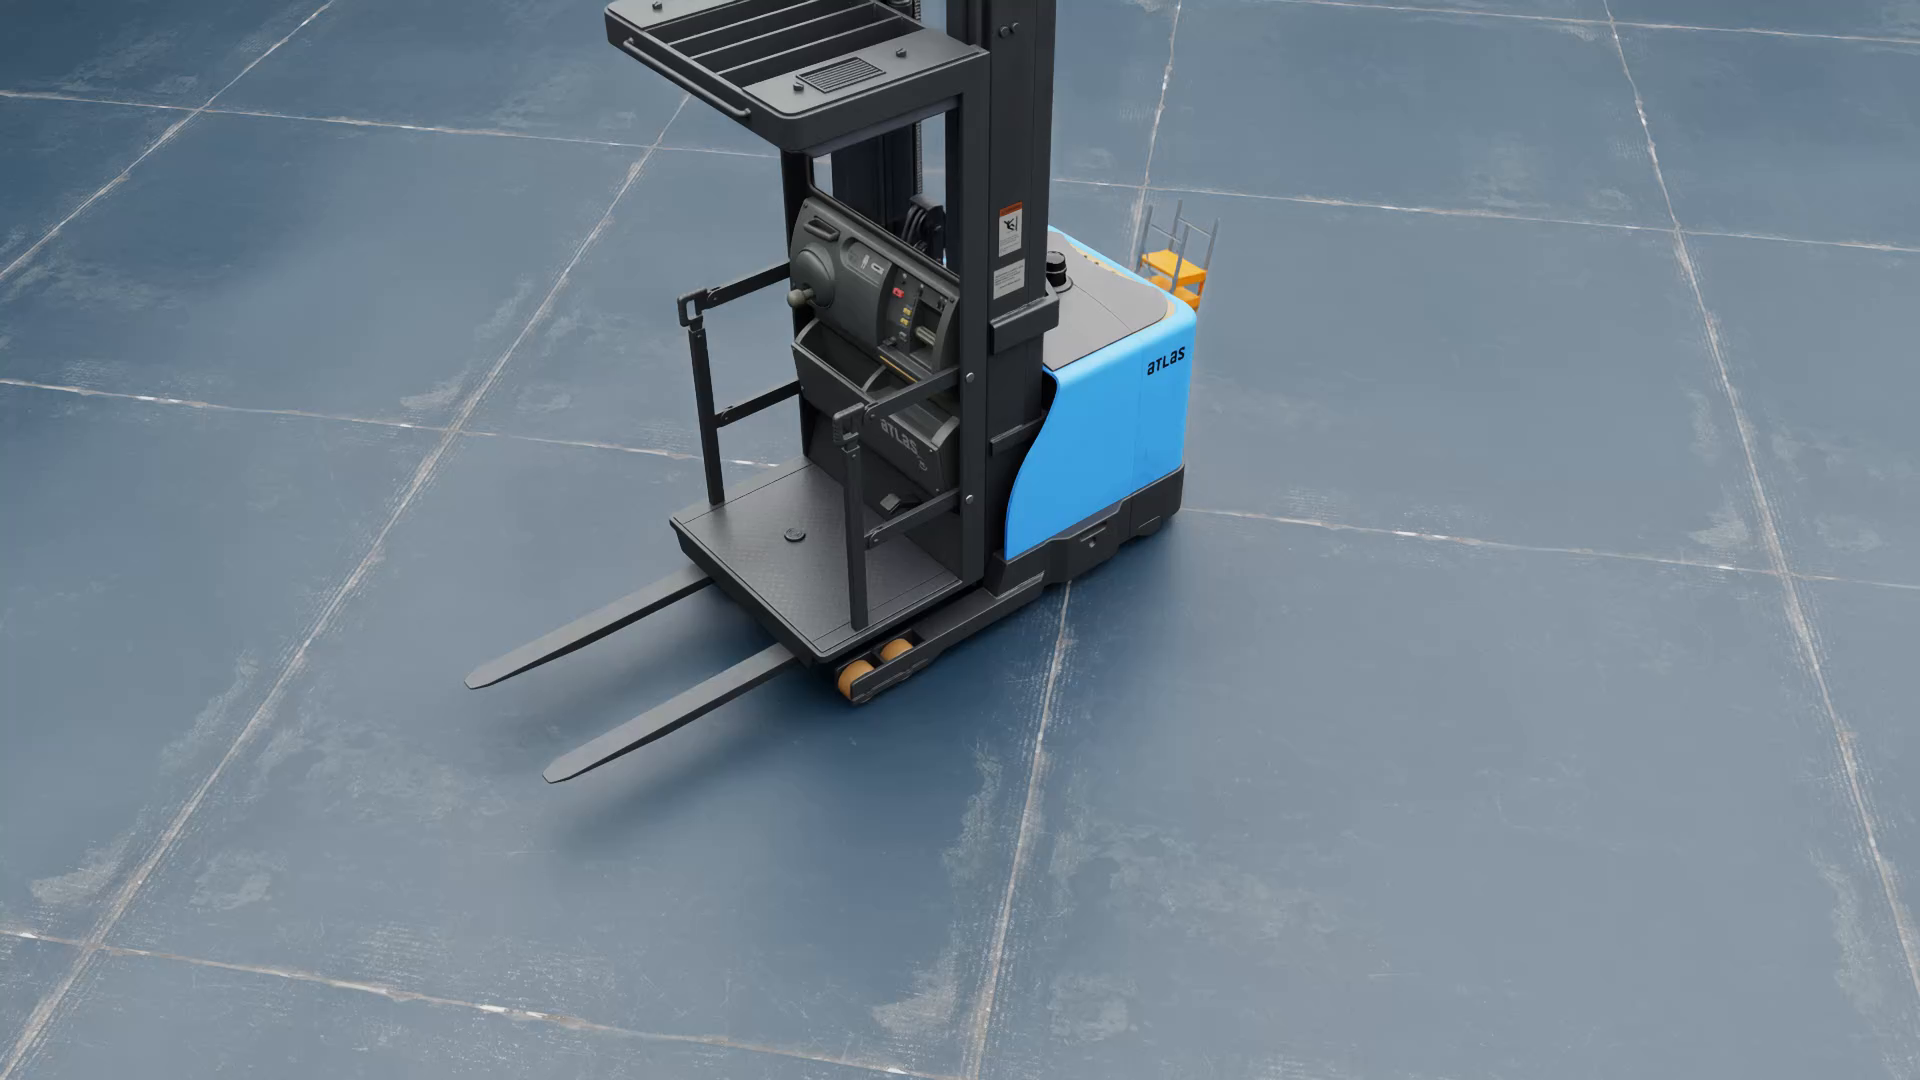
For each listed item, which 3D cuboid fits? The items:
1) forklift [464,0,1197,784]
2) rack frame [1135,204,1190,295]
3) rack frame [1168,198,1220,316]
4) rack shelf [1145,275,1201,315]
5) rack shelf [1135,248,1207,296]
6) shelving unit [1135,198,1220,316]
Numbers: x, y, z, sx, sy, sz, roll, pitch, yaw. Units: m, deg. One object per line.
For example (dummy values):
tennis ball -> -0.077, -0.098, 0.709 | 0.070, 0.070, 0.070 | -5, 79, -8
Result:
forklift -> -0.488, -0.875, 6.008 | 3.031, 2.935, 1.130 | -28, 47, -29
rack frame -> 0.797, -0.872, 7.324 | 0.006, 1.200, 0.240 | -18, 42, -36
rack frame -> 0.937, -0.918, 7.432 | 0.006, 1.200, 0.240 | -18, 42, -36
rack shelf -> 0.895, -1.057, 7.273 | 0.180, 0.103, 0.258 | -18, 42, -36
rack shelf -> 0.912, -1.157, 7.208 | 0.180, 0.103, 0.258 | -18, 42, -36
shelving unit -> 0.867, -0.895, 7.378 | 0.189, 1.200, 0.258 | -18, 42, -36
